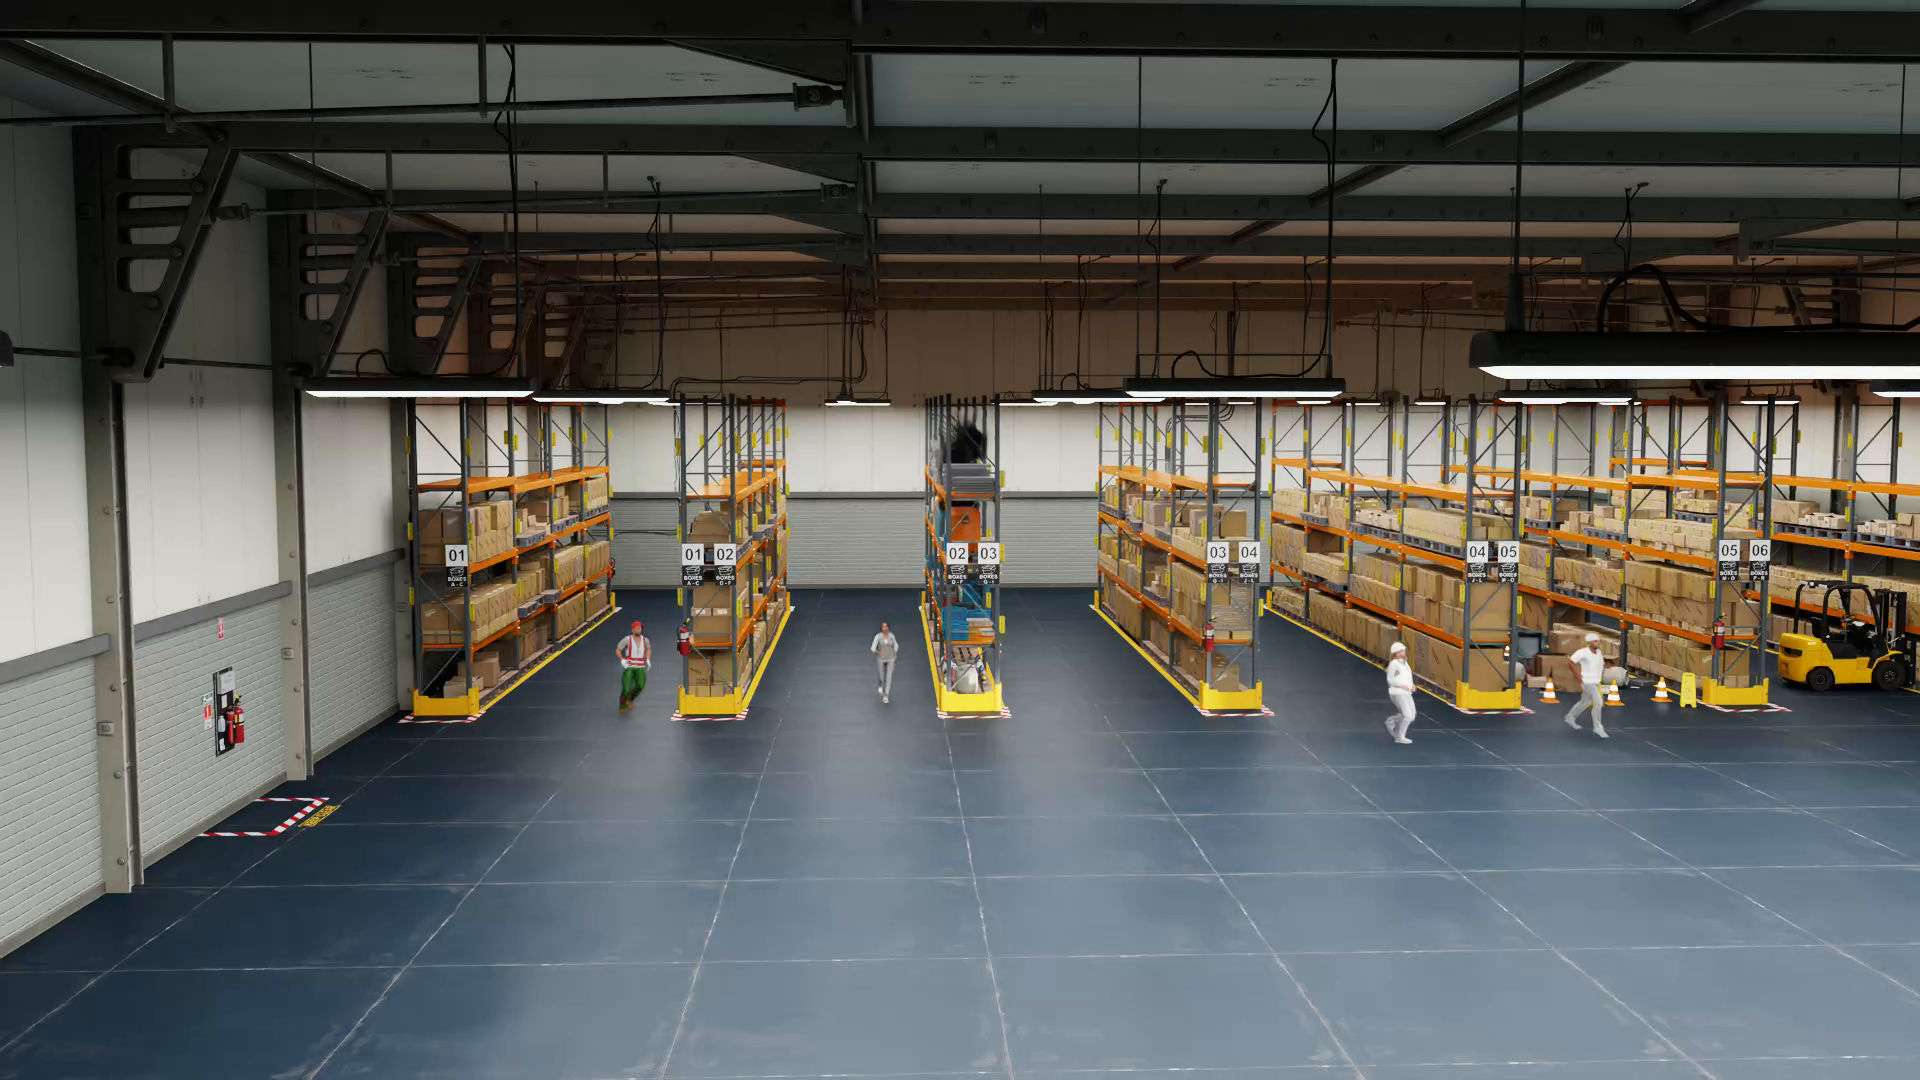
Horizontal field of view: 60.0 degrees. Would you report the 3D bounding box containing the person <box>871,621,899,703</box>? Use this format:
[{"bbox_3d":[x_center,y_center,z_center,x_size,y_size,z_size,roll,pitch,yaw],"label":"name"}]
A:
[{"bbox_3d":[-1.464,2.379,32.557,0.544,1.556,0.675,-1,5,-9],"label":"person"}]

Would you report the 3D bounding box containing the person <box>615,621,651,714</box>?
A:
[{"bbox_3d":[-6.092,2.393,31.228,0.724,1.726,0.527,-2,5,-28],"label":"person"}]

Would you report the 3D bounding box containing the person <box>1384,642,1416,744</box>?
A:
[{"bbox_3d":[7.526,2.613,28.464,0.609,1.722,0.657,4,6,38],"label":"person"}]

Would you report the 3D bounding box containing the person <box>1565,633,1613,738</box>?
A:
[{"bbox_3d":[11.084,2.532,29.268,0.670,1.816,0.852,-4,6,-45],"label":"person"}]
